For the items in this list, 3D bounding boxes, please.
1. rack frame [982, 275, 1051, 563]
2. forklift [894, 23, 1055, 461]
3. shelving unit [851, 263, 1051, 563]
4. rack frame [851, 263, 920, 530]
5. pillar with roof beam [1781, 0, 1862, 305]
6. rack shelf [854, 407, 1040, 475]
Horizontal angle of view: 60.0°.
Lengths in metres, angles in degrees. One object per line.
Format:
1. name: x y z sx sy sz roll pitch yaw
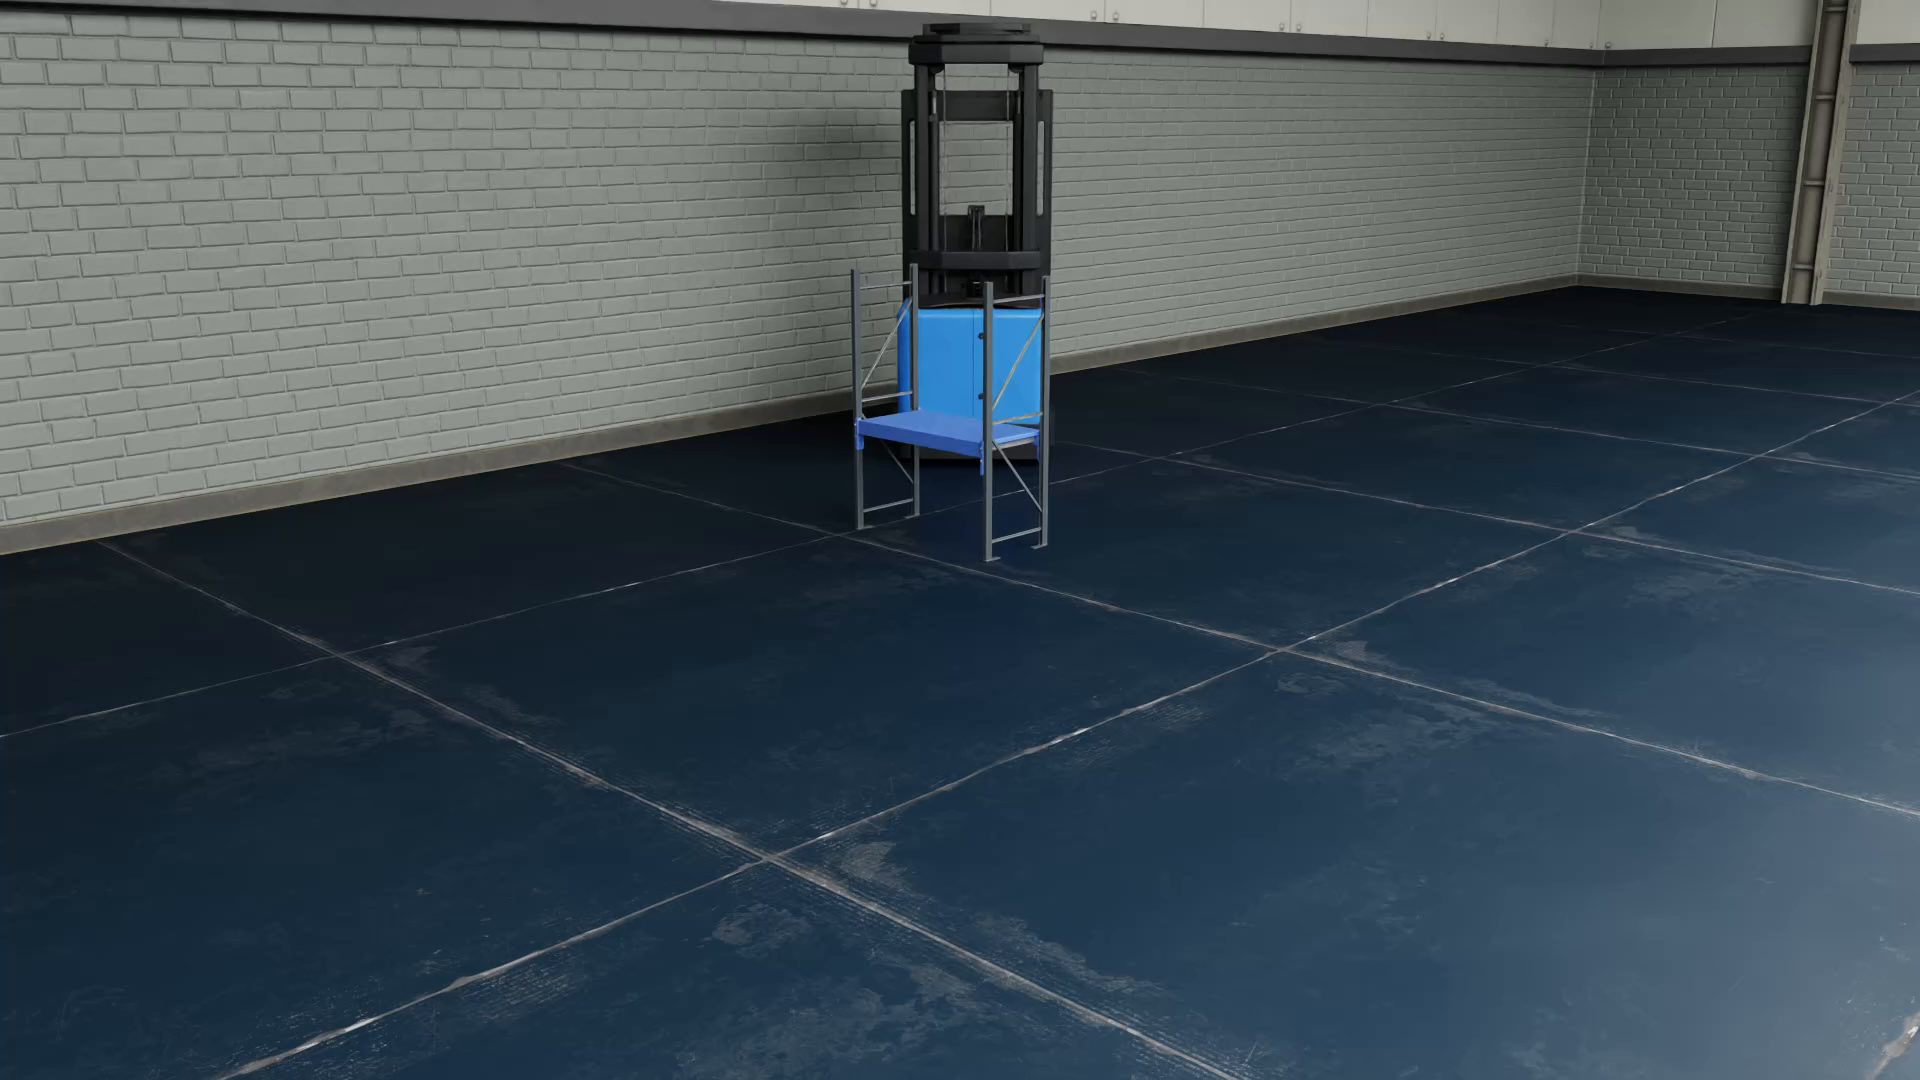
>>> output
1. rack frame: 0.305 -0.652 8.959 0.032 1.500 0.500 14 20 42
2. forklift: 0.129 -2.276 12.356 1.130 2.935 3.031 0 15 2
3. shelving unit: -0.061 -0.741 9.300 1.048 1.500 0.538 14 20 42
4. rack frame: -0.427 -0.830 9.642 0.032 1.500 0.500 14 20 42
5. pillar with roof beam: 7.542 -6.538 16.677 0.400 9.000 9.100 14 20 42
6. rack shelf: -0.061 -0.567 9.346 1.000 0.185 0.538 14 20 42
